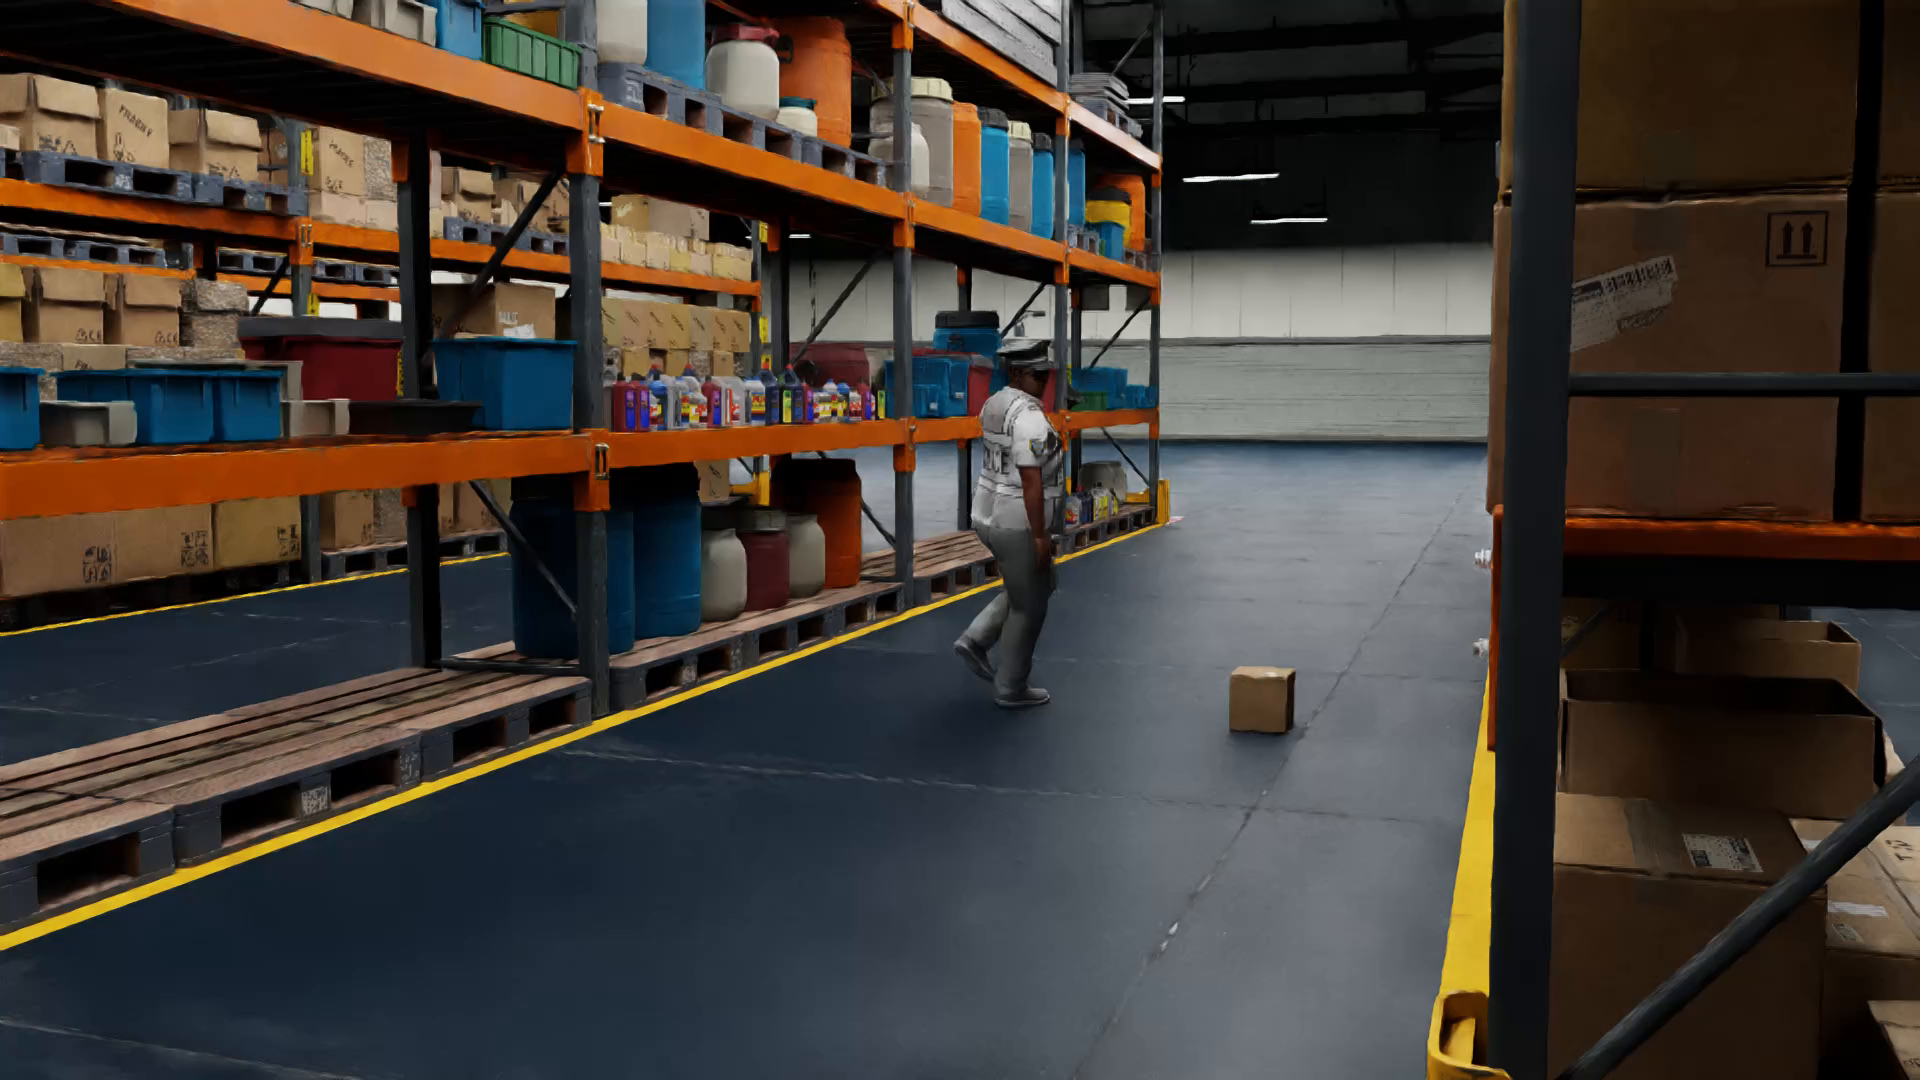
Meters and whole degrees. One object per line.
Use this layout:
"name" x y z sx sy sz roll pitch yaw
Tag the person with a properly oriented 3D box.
"person" 0.297 -0.065 7.792 0.481 1.737 0.682 -2 6 -23
